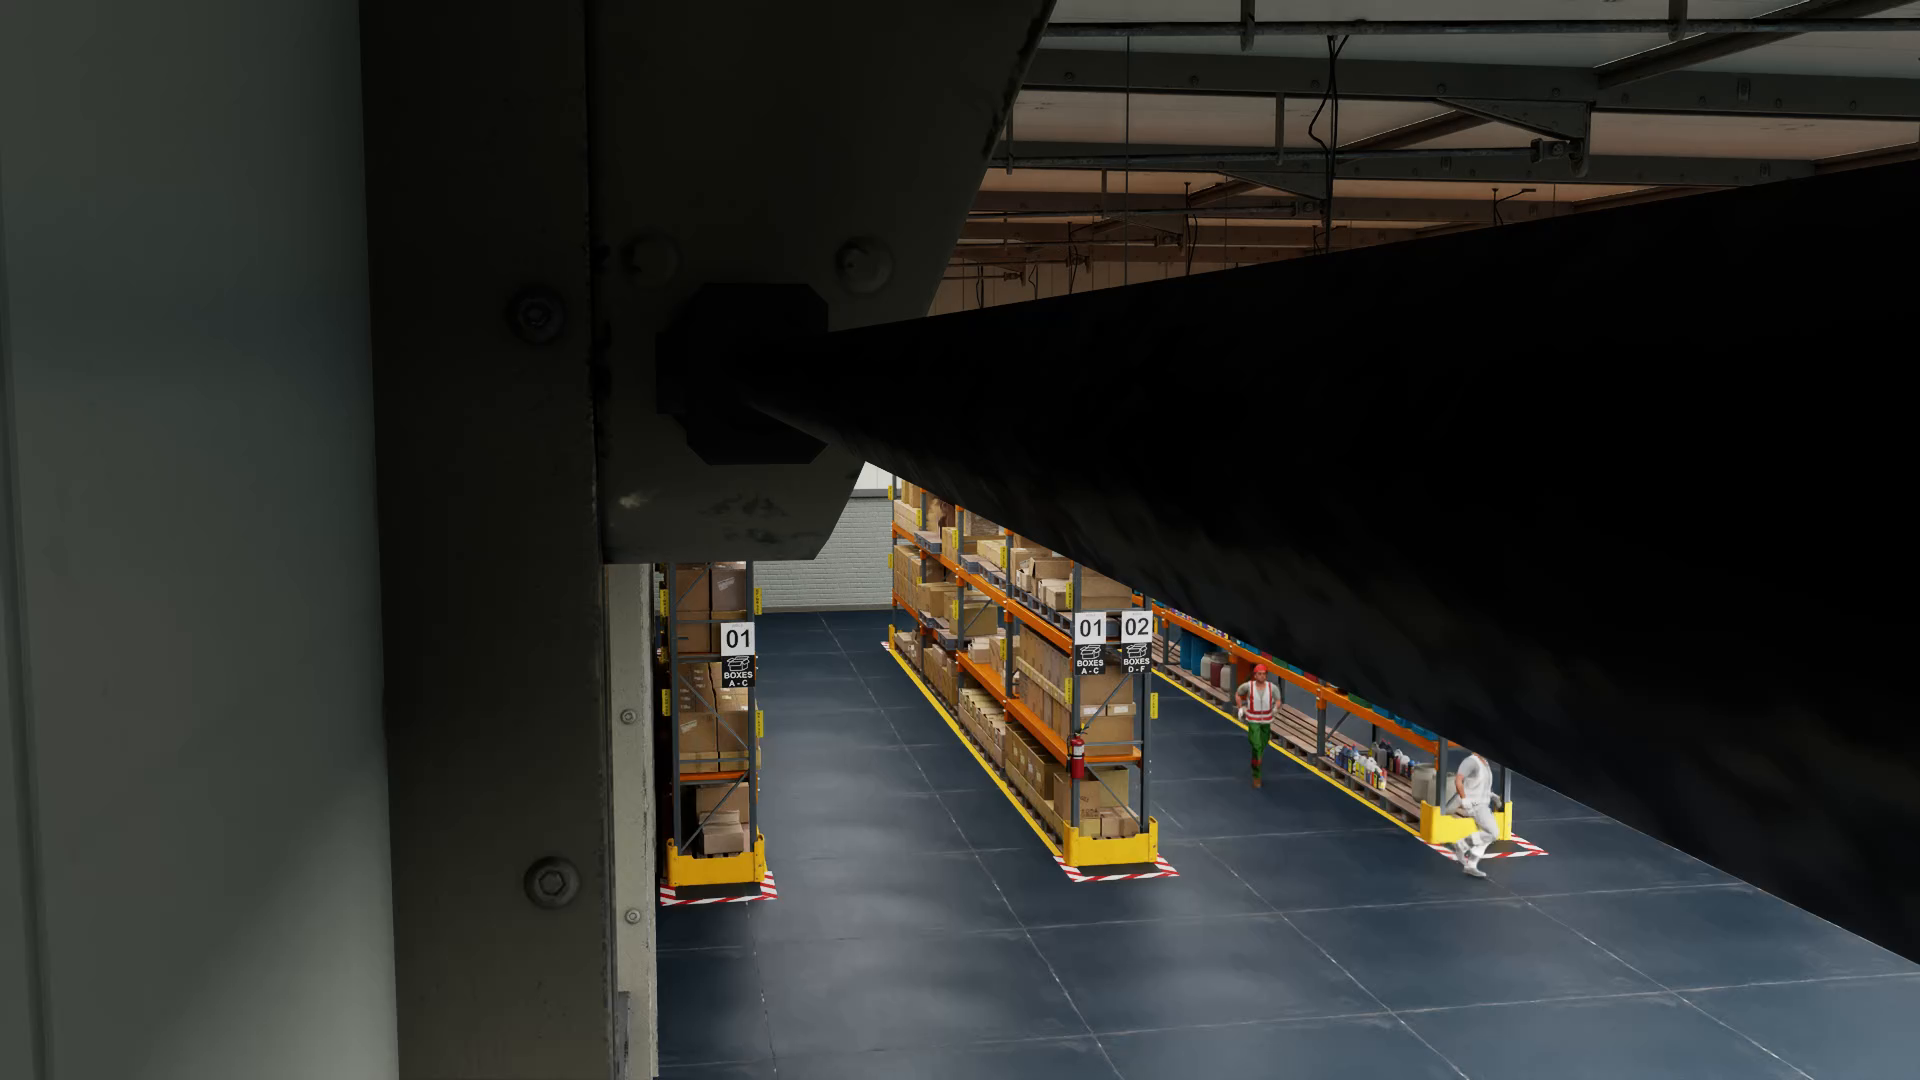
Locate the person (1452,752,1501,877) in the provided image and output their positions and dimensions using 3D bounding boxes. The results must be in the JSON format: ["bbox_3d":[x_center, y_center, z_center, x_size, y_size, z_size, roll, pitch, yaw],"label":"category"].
[{"bbox_3d":[6.437,3.262,20.549,0.540,1.710,0.715,4,7,34],"label":"person"}]

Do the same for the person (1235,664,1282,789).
[{"bbox_3d":[4.491,2.757,24.913,0.638,1.841,0.810,-1,6,-8],"label":"person"}]
